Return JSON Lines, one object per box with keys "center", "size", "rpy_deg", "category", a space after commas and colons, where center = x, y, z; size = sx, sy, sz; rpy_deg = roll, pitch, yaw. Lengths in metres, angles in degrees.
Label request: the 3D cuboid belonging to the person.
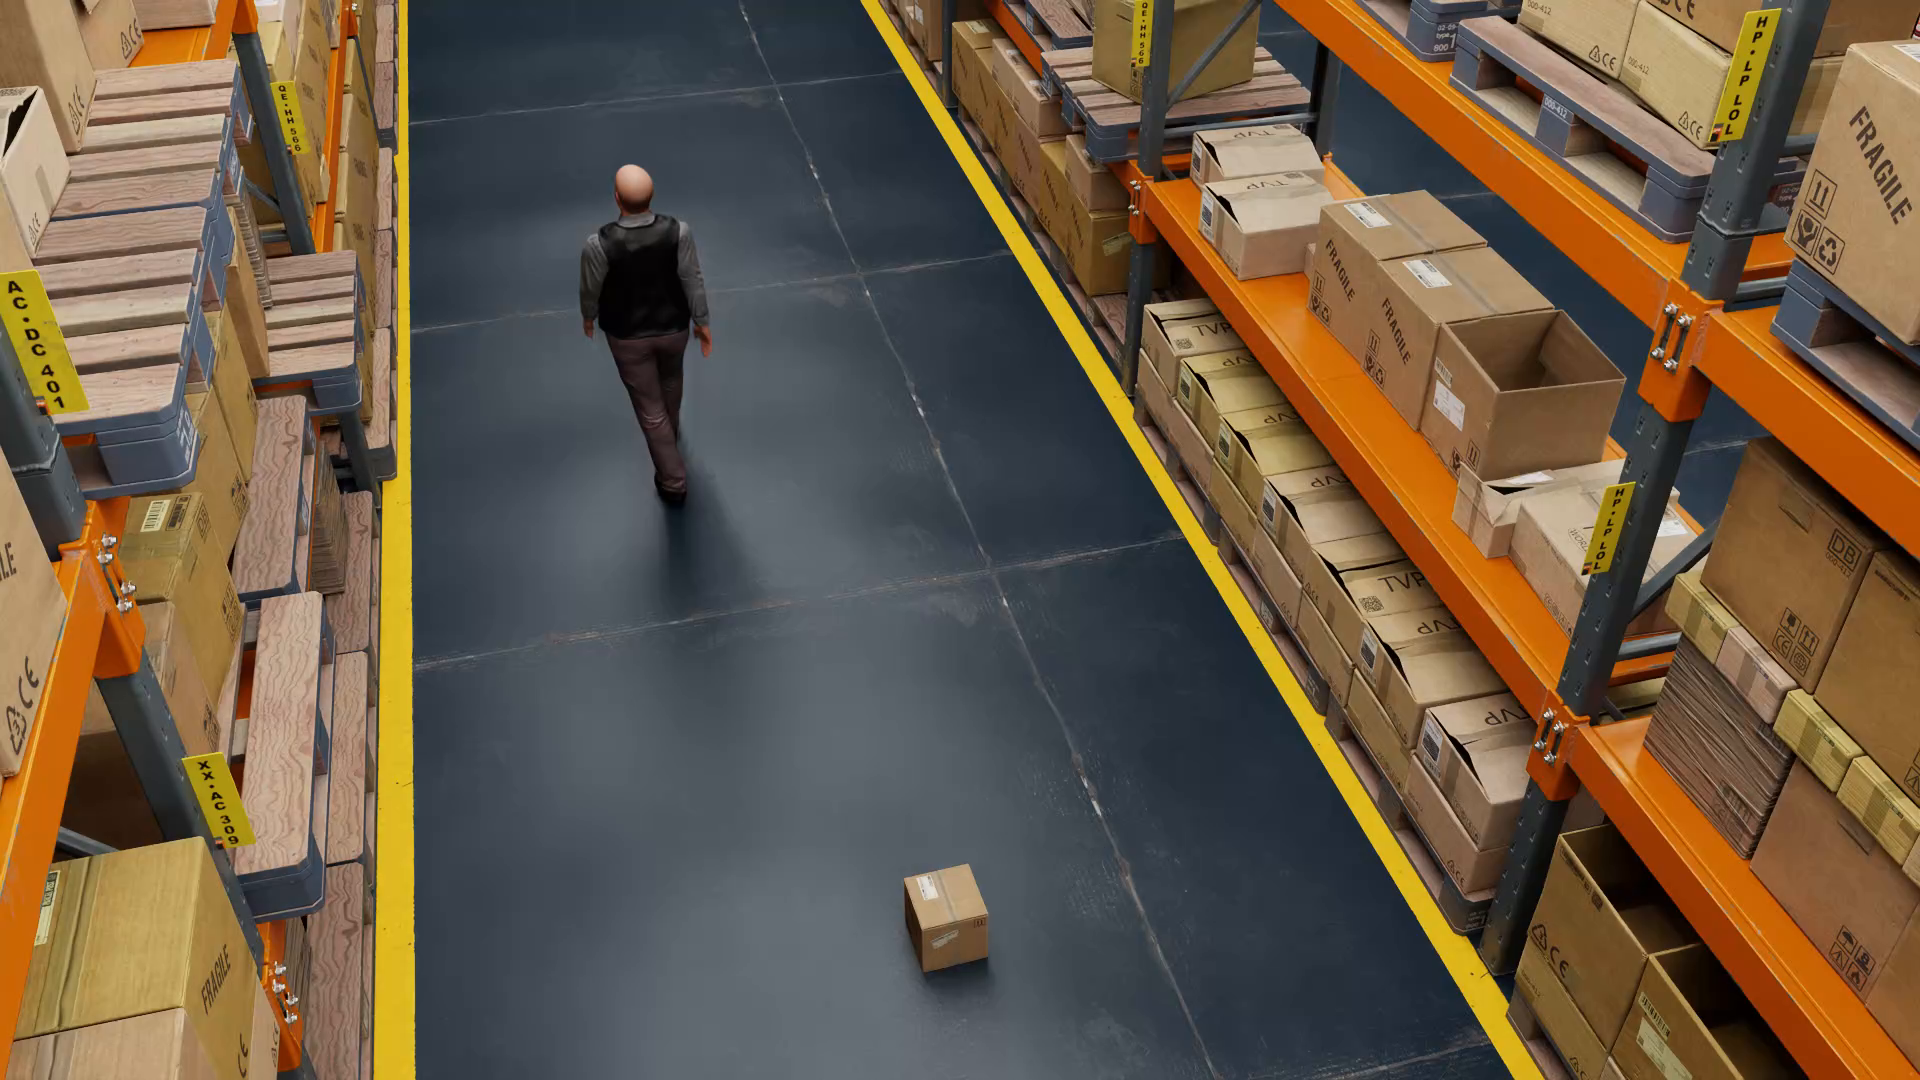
{"center": [-1.555, -1.068, 8.097], "size": [0.572, 1.708, 0.881], "rpy_deg": [-17, 41, -20], "category": "person"}
